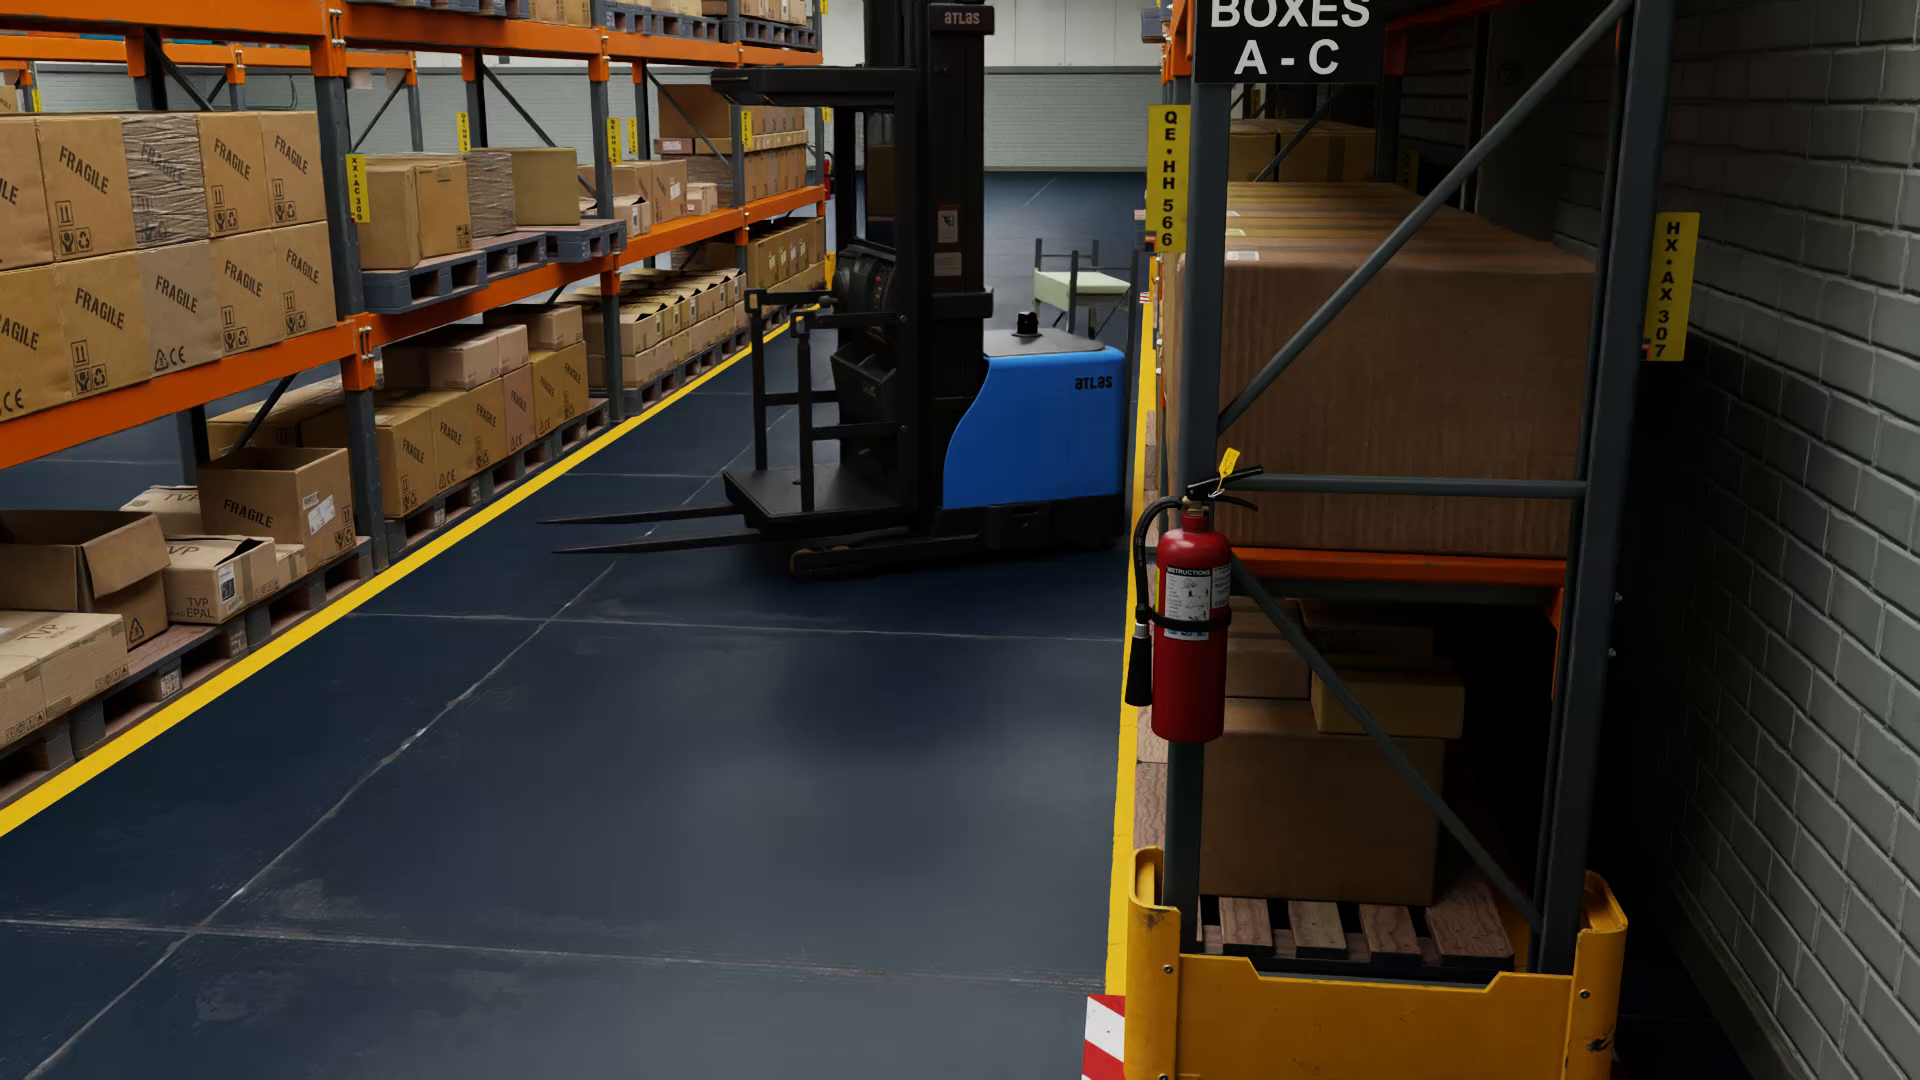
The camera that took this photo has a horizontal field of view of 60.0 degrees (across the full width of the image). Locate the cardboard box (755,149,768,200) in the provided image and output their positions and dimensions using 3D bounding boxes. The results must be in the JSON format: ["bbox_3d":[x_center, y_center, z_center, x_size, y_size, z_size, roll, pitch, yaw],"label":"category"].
[{"bbox_3d":[-2.403,-3.806,17.300,0.700,0.500,0.500,2,15,7],"label":"cardboard box"}]

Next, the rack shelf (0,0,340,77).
[{"bbox_3d":[-3.688,-1.883,6.010,1.077,0.370,4.000,2,15,6],"label":"rack shelf"}]

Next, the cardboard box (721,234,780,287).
[{"bbox_3d":[-2.148,-2.854,16.997,0.500,0.500,0.500,2,15,6],"label":"cardboard box"}]

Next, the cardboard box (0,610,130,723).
[{"bbox_3d":[-3.458,0.460,6.141,0.500,0.250,0.500,2,15,6],"label":"cardboard box"}]

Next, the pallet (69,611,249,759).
[{"bbox_3d":[-3.676,0.541,6.758,1.003,0.211,1.213,2,15,6],"label":"pallet"}]

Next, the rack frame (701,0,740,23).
[{"bbox_3d":[-2.560,-6.272,15.117,1.000,3.000,0.127,2,15,6],"label":"rack frame"}]

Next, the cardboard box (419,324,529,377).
[{"bbox_3d":[-2.997,-1.176,10.275,0.500,0.250,0.500,1,15,5],"label":"cardboard box"}]

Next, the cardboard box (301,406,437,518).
[{"bbox_3d":[-3.166,-0.425,8.933,0.500,0.500,0.500,1,15,4],"label":"cardboard box"}]

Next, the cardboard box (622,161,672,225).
[{"bbox_3d":[-2.779,-2.959,14.166,0.500,0.500,0.500,2,15,6],"label":"cardboard box"}]

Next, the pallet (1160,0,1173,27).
[{"bbox_3d":[1.891,-3.382,10.537,1.213,0.211,1.003,2,15,9],"label":"pallet"}]

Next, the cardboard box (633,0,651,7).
[{"bbox_3d":[-2.836,-4.460,13.646,0.500,0.250,0.500,0,15,2],"label":"cardboard box"}]

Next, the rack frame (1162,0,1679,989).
[{"bbox_3d":[1.009,-0.118,3.854,1.000,3.000,0.127,2,15,6],"label":"rack frame"}]

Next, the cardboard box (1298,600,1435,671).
[{"bbox_3d":[1.229,0.295,5.067,0.380,0.149,0.250,2,15,6],"label":"cardboard box"}]

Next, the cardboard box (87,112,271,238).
[{"bbox_3d":[-3.318,-1.560,7.078,0.500,0.500,0.500,1,15,5],"label":"cardboard box"}]

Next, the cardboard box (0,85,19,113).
[{"bbox_3d":[-11.768,-5.231,20.082,0.500,0.500,0.500,2,15,6],"label":"cardboard box"}]

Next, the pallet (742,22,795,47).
[{"bbox_3d":[-2.349,-5.319,17.508,1.003,0.211,1.213,2,15,6],"label":"pallet"}]

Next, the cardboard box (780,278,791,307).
[{"bbox_3d":[-2.083,-2.622,17.574,0.500,0.250,0.500,2,15,6],"label":"cardboard box"}]

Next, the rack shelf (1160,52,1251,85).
[{"bbox_3d":[2.588,-4.850,16.984,1.077,0.370,4.000,2,15,6],"label":"rack shelf"}]

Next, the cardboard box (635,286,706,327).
[{"bbox_3d":[-2.492,-2.014,14.251,0.500,0.311,0.500,2,15,6],"label":"cardboard box"}]

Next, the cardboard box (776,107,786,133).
[{"bbox_3d":[-2.290,-4.686,18.068,0.700,0.500,0.500,2,15,6],"label":"cardboard box"}]

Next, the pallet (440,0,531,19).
[{"bbox_3d":[-3.205,-3.094,9.472,1.213,0.211,1.003,2,15,6],"label":"pallet"}]

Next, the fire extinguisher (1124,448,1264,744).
[{"bbox_3d":[0.533,0.124,3.818,0.296,0.674,0.183,2,15,6],"label":"fire extinguisher"}]

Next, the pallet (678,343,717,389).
[{"bbox_3d":[-2.739,-1.520,14.379,1.003,0.211,1.213,2,15,6],"label":"pallet"}]

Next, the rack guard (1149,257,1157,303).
[{"bbox_3d":[2.805,-3.042,19.454,1.175,0.500,0.348,2,15,6],"label":"rack guard"}]

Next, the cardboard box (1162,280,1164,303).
[{"bbox_3d":[1.267,-1.343,8.824,0.380,0.149,0.250,2,15,6],"label":"cardboard box"}]

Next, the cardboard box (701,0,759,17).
[{"bbox_3d":[-2.241,-5.265,15.876,0.500,0.500,0.500,3,15,11],"label":"cardboard box"}]

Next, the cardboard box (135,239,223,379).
[{"bbox_3d":[-3.377,-0.945,6.718,0.500,0.500,0.500,2,15,8],"label":"cardboard box"}]

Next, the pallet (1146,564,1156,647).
[{"bbox_3d":[1.296,0.385,7.334,1.003,0.211,1.213,2,15,6],"label":"pallet"}]

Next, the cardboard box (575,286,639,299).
[{"bbox_3d":[-3.026,-2.023,14.287,0.500,0.311,0.500,2,15,8],"label":"cardboard box"}]

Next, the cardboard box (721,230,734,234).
[{"bbox_3d":[-2.604,-2.999,17.533,0.500,0.500,0.500,2,15,6],"label":"cardboard box"}]

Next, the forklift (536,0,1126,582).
[{"bbox_3d":[-0.683,-1.358,8.569,3.031,2.935,1.130,-5,16,-19],"label":"forklift"}]

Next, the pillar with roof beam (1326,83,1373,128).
[{"bbox_3d":[-1.360,-5.528,12.366,9.100,9.000,0.400,2,15,6],"label":"pillar with roof beam"}]

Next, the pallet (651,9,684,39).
[{"bbox_3d":[-2.900,-4.164,13.430,1.003,0.211,1.213,2,15,9],"label":"pallet"}]

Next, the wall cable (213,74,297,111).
[{"bbox_3d":[-22.673,-14.892,52.945,3.097,2.526,0.112,2,15,6],"label":"wall cable"}]

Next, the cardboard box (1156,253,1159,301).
[{"bbox_3d":[2.450,-2.761,17.570,0.700,0.500,0.500,1,15,3],"label":"cardboard box"}]

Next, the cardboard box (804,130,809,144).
[{"bbox_3d":[-1.962,-4.670,19.251,0.380,0.149,0.250,1,15,5],"label":"cardboard box"}]

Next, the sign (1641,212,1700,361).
[{"bbox_3d":[1.559,-0.557,3.664,0.100,0.325,0.005,2,15,6],"label":"sign"}]

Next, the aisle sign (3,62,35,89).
[{"bbox_3d":[-11.646,-5.968,20.506,0.394,0.787,0.004,2,15,6],"label":"aisle sign"}]

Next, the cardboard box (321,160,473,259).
[{"bbox_3d":[-3.172,-1.848,9.255,0.700,0.500,0.500,4,16,15],"label":"cardboard box"}]

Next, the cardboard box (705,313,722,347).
[{"bbox_3d":[-2.435,-1.871,14.799,0.500,0.250,0.500,2,15,8],"label":"cardboard box"}]

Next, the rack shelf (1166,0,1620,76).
[{"bbox_3d":[1.234,-1.738,5.474,1.077,0.370,4.000,2,15,6],"label":"rack shelf"}]

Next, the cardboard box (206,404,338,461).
[{"bbox_3d":[-3.692,-0.443,9.000,0.500,0.500,0.500,2,15,6],"label":"cardboard box"}]

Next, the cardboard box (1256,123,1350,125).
[{"bbox_3d":[1.938,-2.232,9.435,0.500,0.250,0.500,1,15,5],"label":"cardboard box"}]

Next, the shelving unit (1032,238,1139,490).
[{"bbox_3d":[0.726,-1.033,10.079,0.431,1.500,0.755,-2,16,-14],"label":"shelving unit"}]

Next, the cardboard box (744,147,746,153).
[{"bbox_3d":[-2.309,-3.866,16.279,0.380,0.149,0.250,2,15,7],"label":"cardboard box"}]

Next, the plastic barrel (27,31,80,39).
[{"bbox_3d":[-7.550,-4.517,13.550,0.600,0.830,0.708,2,15,6],"label":"plastic barrel"}]

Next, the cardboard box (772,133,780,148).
[{"bbox_3d":[-2.135,-4.268,17.763,0.380,0.149,0.250,1,15,5],"label":"cardboard box"}]

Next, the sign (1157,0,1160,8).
[{"bbox_3d":[1.823,-4.942,14.956,0.100,0.325,0.005,2,15,6],"label":"sign"}]
